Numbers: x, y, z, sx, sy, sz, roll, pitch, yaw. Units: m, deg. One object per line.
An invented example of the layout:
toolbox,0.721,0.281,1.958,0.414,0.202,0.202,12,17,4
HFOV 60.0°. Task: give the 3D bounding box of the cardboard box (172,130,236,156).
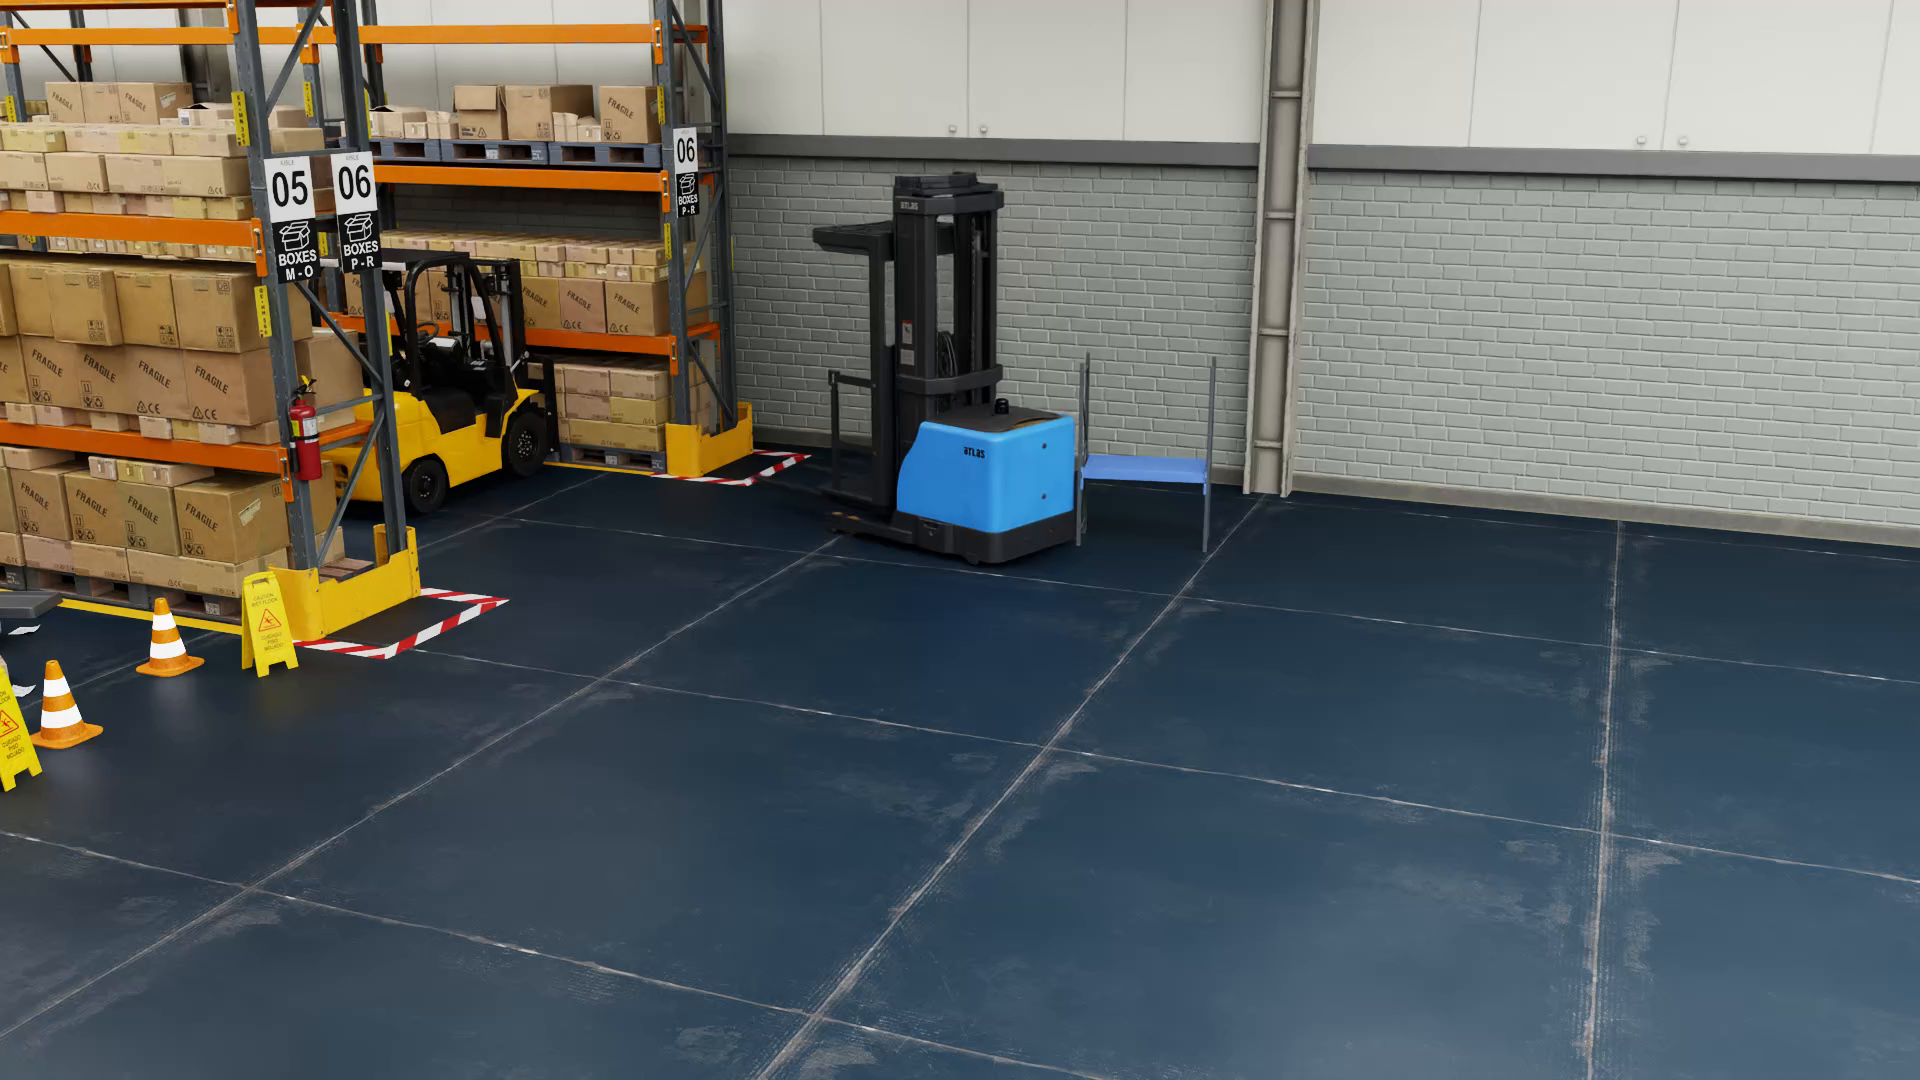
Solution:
cardboard box,-4.918,-2.604,10.902,0.250,0.149,0.380,7,17,22

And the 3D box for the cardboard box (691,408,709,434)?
cardboard box,-2.837,-1.176,16.524,0.500,0.250,0.500,6,17,21

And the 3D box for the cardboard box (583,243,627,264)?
cardboard box,-3.357,-2.715,15.770,0.250,0.149,0.380,7,17,22

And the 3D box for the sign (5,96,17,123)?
sign,-10.095,-4.561,17.696,0.005,0.325,0.100,6,17,21

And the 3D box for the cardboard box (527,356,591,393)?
cardboard box,-3.945,-1.621,16.264,0.500,0.250,0.500,7,17,21

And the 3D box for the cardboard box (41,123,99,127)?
cardboard box,-6.384,-2.927,12.017,0.250,0.149,0.380,6,17,21

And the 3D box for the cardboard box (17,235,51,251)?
cardboard box,-10.315,-3.355,18.919,0.500,0.500,0.500,7,18,23

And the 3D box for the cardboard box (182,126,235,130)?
cardboard box,-5.182,-2.807,11.601,0.250,0.149,0.380,6,17,20

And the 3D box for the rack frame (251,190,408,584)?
rack frame,-4.270,-0.906,11.415,0.127,3.000,1.000,6,17,21

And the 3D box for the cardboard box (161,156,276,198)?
cardboard box,-4.844,-2.400,10.916,0.500,0.250,0.500,6,17,20

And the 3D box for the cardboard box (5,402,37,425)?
cardboard box,-6.629,-0.946,12.003,0.250,0.149,0.380,6,17,21

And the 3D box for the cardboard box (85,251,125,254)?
cardboard box,-9.105,-3.020,18.069,0.500,0.250,0.500,7,18,22

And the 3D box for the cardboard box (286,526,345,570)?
cardboard box,-4.919,0.058,12.271,0.500,0.250,0.500,6,17,20

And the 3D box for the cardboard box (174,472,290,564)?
cardboard box,-5.111,-0.162,11.685,0.500,0.500,0.500,6,17,21

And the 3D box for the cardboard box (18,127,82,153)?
cardboard box,-6.131,-2.715,11.287,0.250,0.149,0.380,7,18,22

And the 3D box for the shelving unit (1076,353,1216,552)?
shelving unit,1.503,-0.714,13.444,1.048,1.500,0.538,3,16,10

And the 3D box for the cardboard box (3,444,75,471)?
cardboard box,-6.716,-0.631,12.136,0.250,0.149,0.380,7,18,24

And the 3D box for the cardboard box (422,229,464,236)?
cardboard box,-5.296,-3.091,17.065,0.250,0.149,0.380,6,17,20

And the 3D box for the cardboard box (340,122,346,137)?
cardboard box,-5.867,-4.048,16.375,0.250,0.149,0.380,7,17,22

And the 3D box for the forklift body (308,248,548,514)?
forklift body,-4.885,-1.507,15.008,1.214,2.155,2.313,6,17,21

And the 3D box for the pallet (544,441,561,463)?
pallet,-4.310,-1.048,16.903,1.213,0.211,1.003,6,17,21

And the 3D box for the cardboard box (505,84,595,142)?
cardboard box,-3.869,-4.045,15.735,0.500,0.500,0.700,6,17,21

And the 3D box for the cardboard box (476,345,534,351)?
cardboard box,-4.702,-1.861,17.090,0.500,0.250,0.500,6,17,21

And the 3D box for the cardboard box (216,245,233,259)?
cardboard box,-7.541,-3.036,17.409,0.250,0.149,0.380,6,17,19

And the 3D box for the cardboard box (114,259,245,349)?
cardboard box,-5.293,-1.627,11.391,0.500,0.500,0.700,6,17,21

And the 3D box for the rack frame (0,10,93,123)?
rack frame,-9.894,-5.893,17.834,0.127,3.000,1.000,6,17,21

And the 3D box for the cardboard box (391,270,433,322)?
cardboard box,-5.365,-2.489,16.688,0.500,0.500,0.500,7,17,22

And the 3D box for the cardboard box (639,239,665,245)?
cardboard box,-2.910,-2.830,16.164,0.250,0.149,0.380,7,18,23

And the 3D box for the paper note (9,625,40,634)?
paper note,-6.463,0.618,11.489,0.148,0.019,0.142,0,16,1

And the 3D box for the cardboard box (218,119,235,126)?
cardboard box,-7.307,-4.207,16.921,0.250,0.149,0.380,6,17,20

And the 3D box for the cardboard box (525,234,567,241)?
cardboard box,-4.114,-2.952,16.585,0.250,0.149,0.380,6,17,21

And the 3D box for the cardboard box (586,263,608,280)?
cardboard box,-3.345,-2.577,15.828,0.250,0.149,0.380,7,17,22

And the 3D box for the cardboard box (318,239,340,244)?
cardboard box,-6.651,-3.095,17.613,0.250,0.149,0.380,6,17,19

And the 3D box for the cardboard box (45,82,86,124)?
cardboard box,-9.309,-4.613,17.692,0.500,0.500,0.500,6,17,21

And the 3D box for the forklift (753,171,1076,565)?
forklift,-0.498,-1.538,13.716,3.031,2.935,1.130,14,21,40

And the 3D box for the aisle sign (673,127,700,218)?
aisle sign,-2.498,-3.360,15.203,0.004,0.787,0.394,6,17,21

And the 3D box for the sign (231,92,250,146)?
sign,-4.492,-2.630,10.385,0.005,0.325,0.100,6,17,21

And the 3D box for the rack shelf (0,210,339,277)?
rack shelf,-6.130,-2.206,11.802,4.000,0.370,1.077,6,17,21

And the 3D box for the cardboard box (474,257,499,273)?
cardboard box,-4.542,-2.699,16.246,0.250,0.149,0.380,6,17,19

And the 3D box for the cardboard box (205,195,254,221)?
cardboard box,-4.704,-2.190,10.908,0.250,0.149,0.380,6,17,21

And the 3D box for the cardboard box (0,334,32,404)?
cardboard box,-6.746,-1.289,12.021,0.500,0.500,0.500,6,17,20

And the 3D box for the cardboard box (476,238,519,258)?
cardboard box,-4.519,-2.864,16.282,0.250,0.149,0.380,6,17,21

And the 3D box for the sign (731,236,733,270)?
sign,-2.243,-2.791,16.213,0.005,0.325,0.100,6,17,21

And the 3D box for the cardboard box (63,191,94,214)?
cardboard box,-5.885,-2.328,11.384,0.250,0.149,0.380,6,17,19

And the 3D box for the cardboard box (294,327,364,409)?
cardboard box,-4.608,-1.218,11.775,0.500,0.500,0.500,6,17,20

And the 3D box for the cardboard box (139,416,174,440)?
cardboard box,-5.454,-0.816,11.554,0.250,0.149,0.380,7,17,22

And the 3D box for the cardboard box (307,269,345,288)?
cardboard box,-6.723,-2.755,17.156,0.500,0.250,0.500,6,17,19

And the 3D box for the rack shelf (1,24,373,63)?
rack shelf,-8.033,-5.151,17.285,4.000,0.370,1.077,6,17,21

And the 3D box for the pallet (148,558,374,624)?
pallet,-5.083,0.333,12.149,1.213,0.211,1.003,6,17,21

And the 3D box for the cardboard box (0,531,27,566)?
cardboard box,-7.040,-0.015,12.522,0.500,0.250,0.500,7,18,24

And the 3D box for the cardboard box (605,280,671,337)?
cardboard box,-3.006,-2.224,15.776,0.500,0.500,0.500,6,17,19

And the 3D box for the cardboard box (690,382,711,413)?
cardboard box,-2.813,-1.417,16.457,0.500,0.250,0.500,7,17,22

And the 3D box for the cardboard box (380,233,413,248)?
cardboard box,-5.702,-2.997,16.742,0.250,0.149,0.380,7,17,21

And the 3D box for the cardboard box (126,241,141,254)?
cardboard box,-8.716,-3.175,17.887,0.250,0.149,0.380,6,17,21
